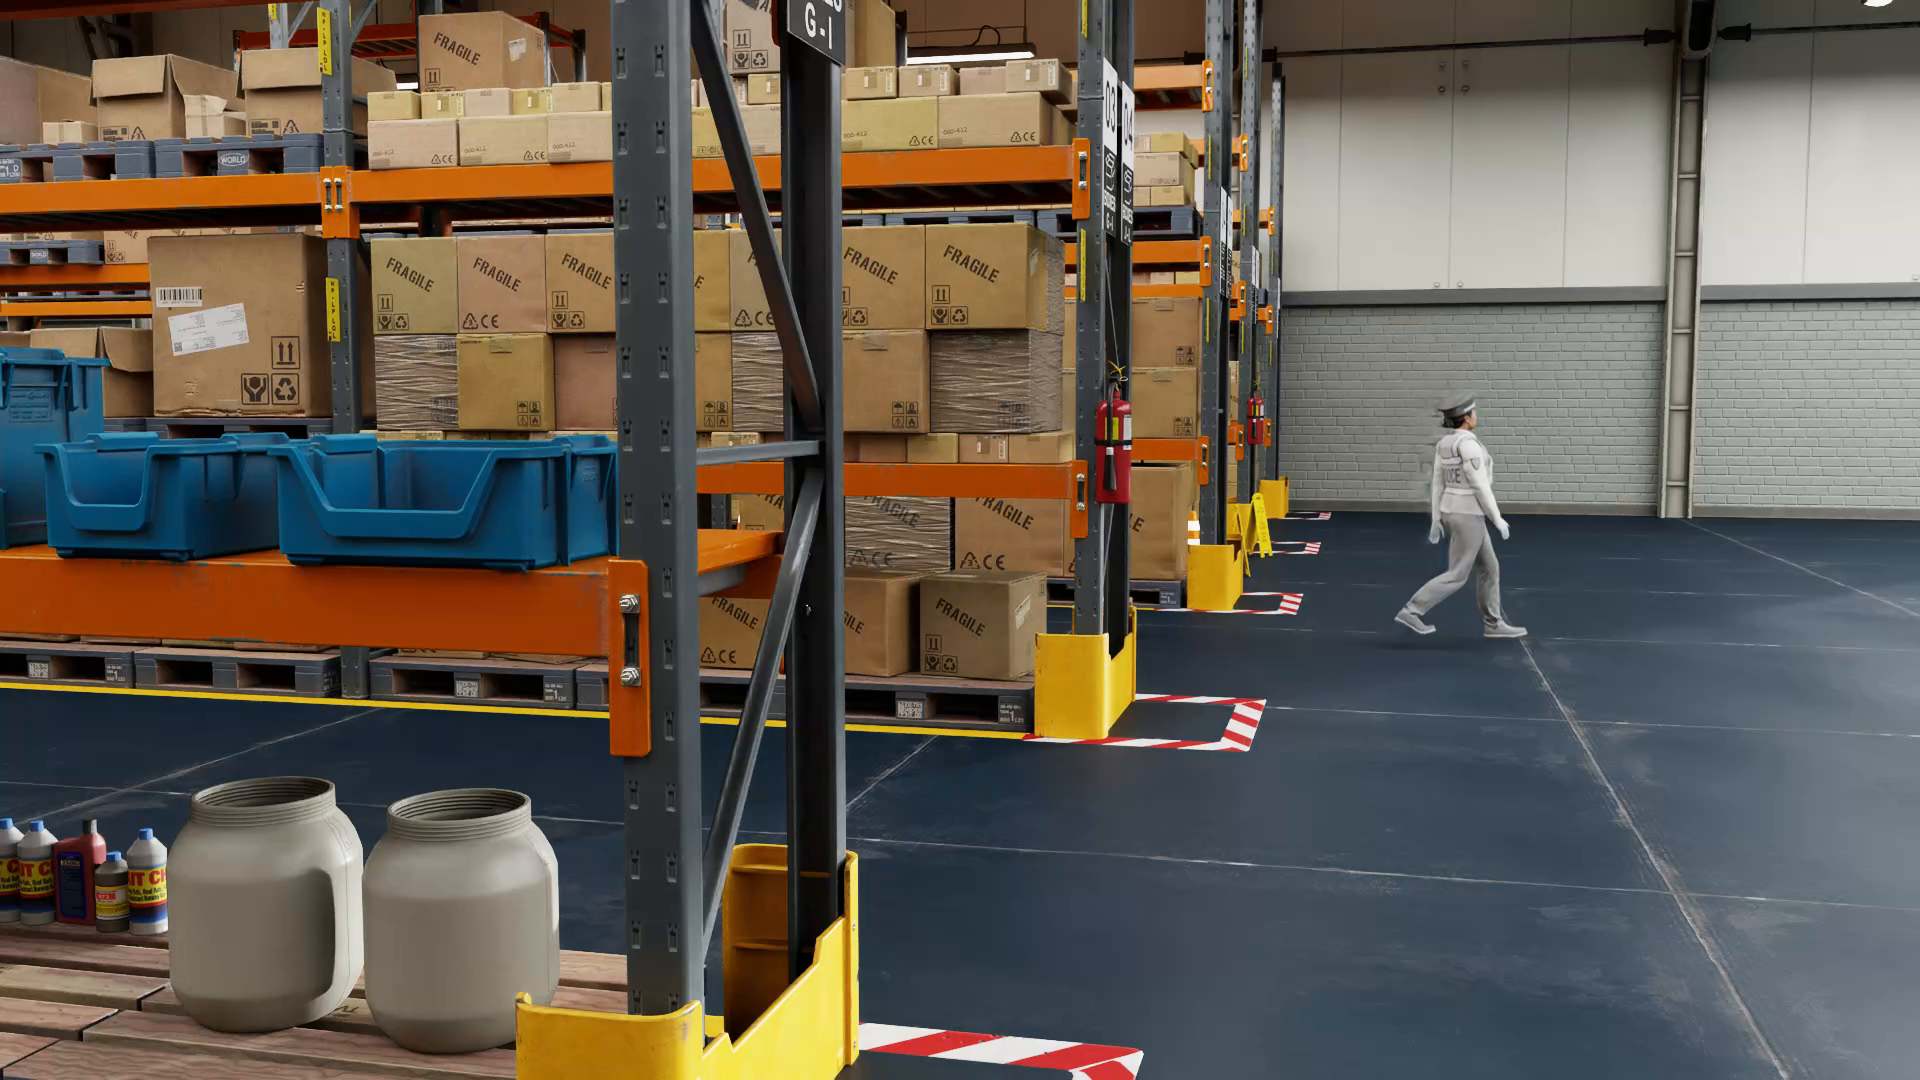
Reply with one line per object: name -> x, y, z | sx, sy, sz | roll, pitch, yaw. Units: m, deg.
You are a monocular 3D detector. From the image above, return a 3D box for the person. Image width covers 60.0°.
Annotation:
person -> 3.297, -0.160, 10.867 | 0.950, 1.641, 0.475 | 0, 5, -3
